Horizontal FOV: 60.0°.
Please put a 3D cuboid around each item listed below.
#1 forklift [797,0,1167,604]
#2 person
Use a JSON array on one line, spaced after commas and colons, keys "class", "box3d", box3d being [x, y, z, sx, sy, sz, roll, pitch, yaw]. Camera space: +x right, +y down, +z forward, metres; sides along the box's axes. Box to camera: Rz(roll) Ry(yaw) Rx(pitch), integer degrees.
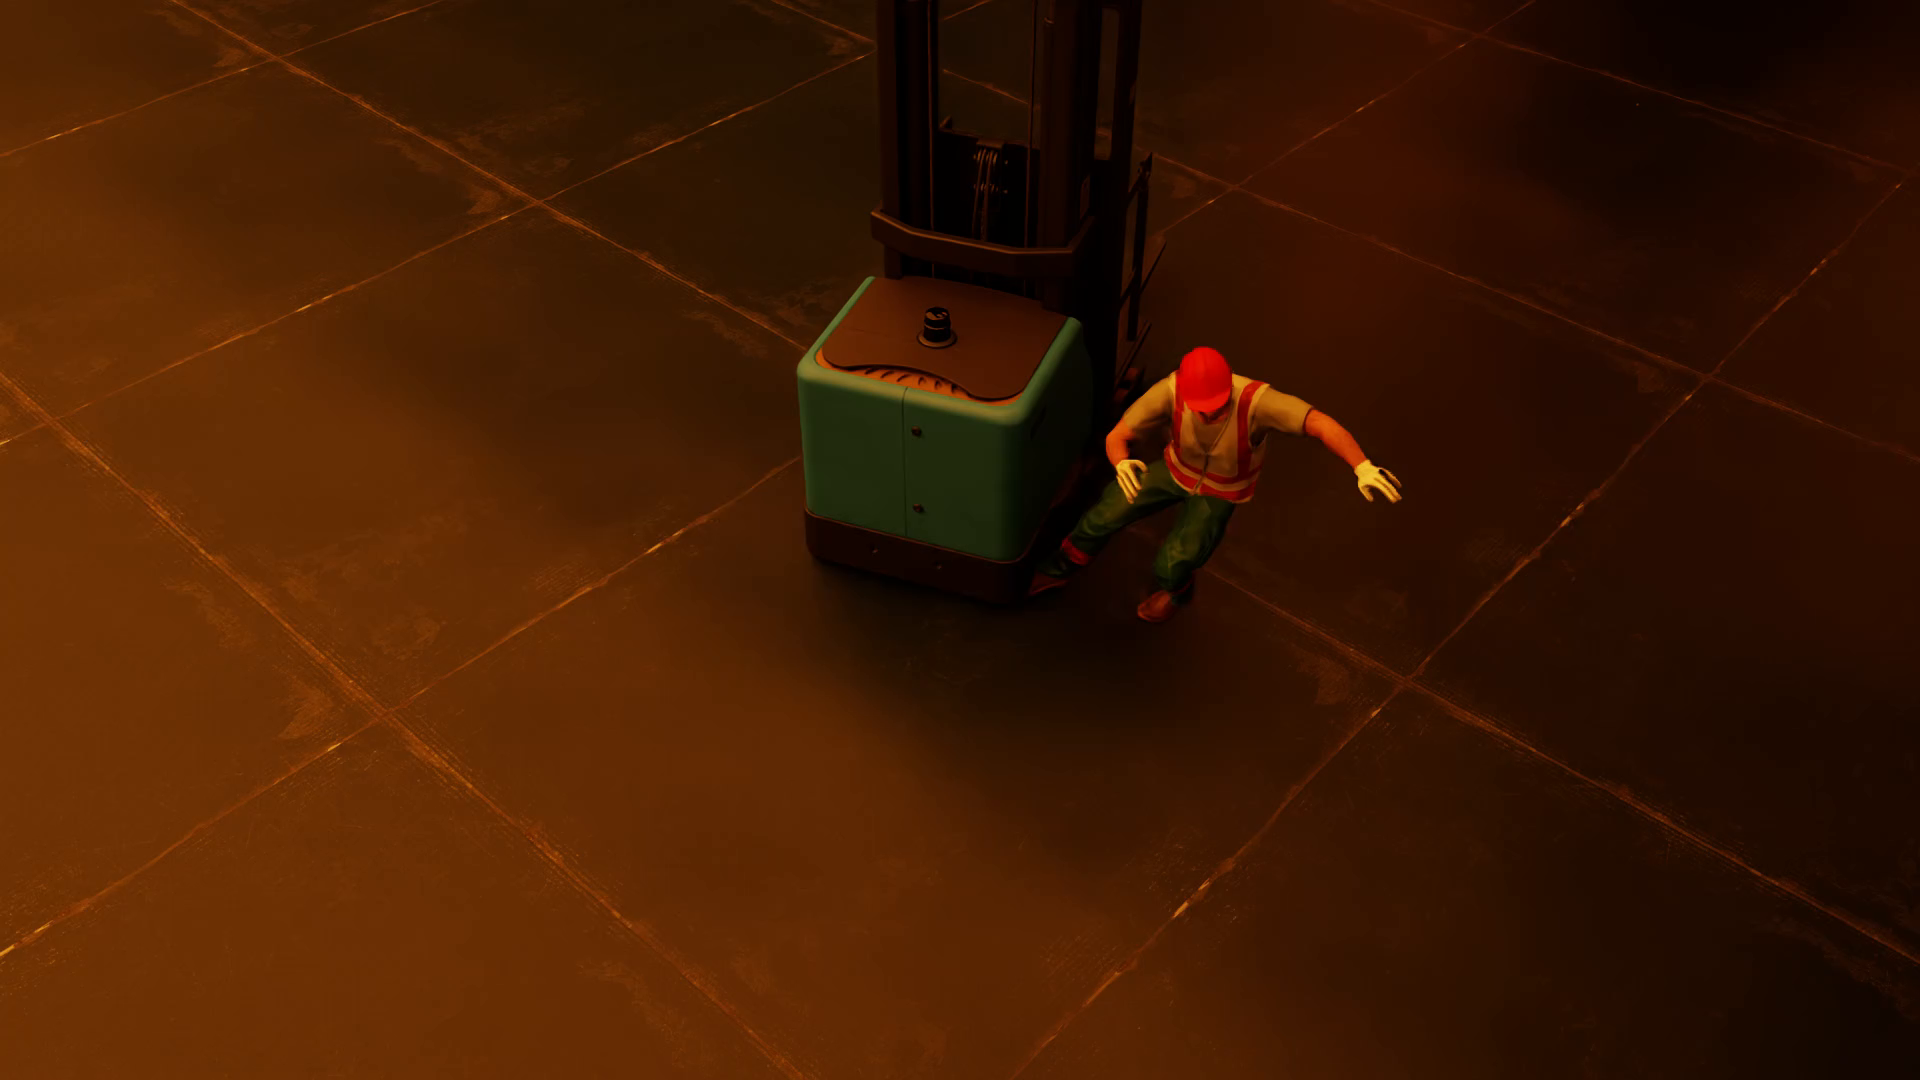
[{"class": "forklift", "box3d": [0.302, -1.800, 7.526, 1.130, 2.935, 3.031, 14, 43, 16]}, {"class": "person", "box3d": [0.954, -0.151, 6.716, 1.613, 1.472, 0.810, 18, 44, 20]}]
